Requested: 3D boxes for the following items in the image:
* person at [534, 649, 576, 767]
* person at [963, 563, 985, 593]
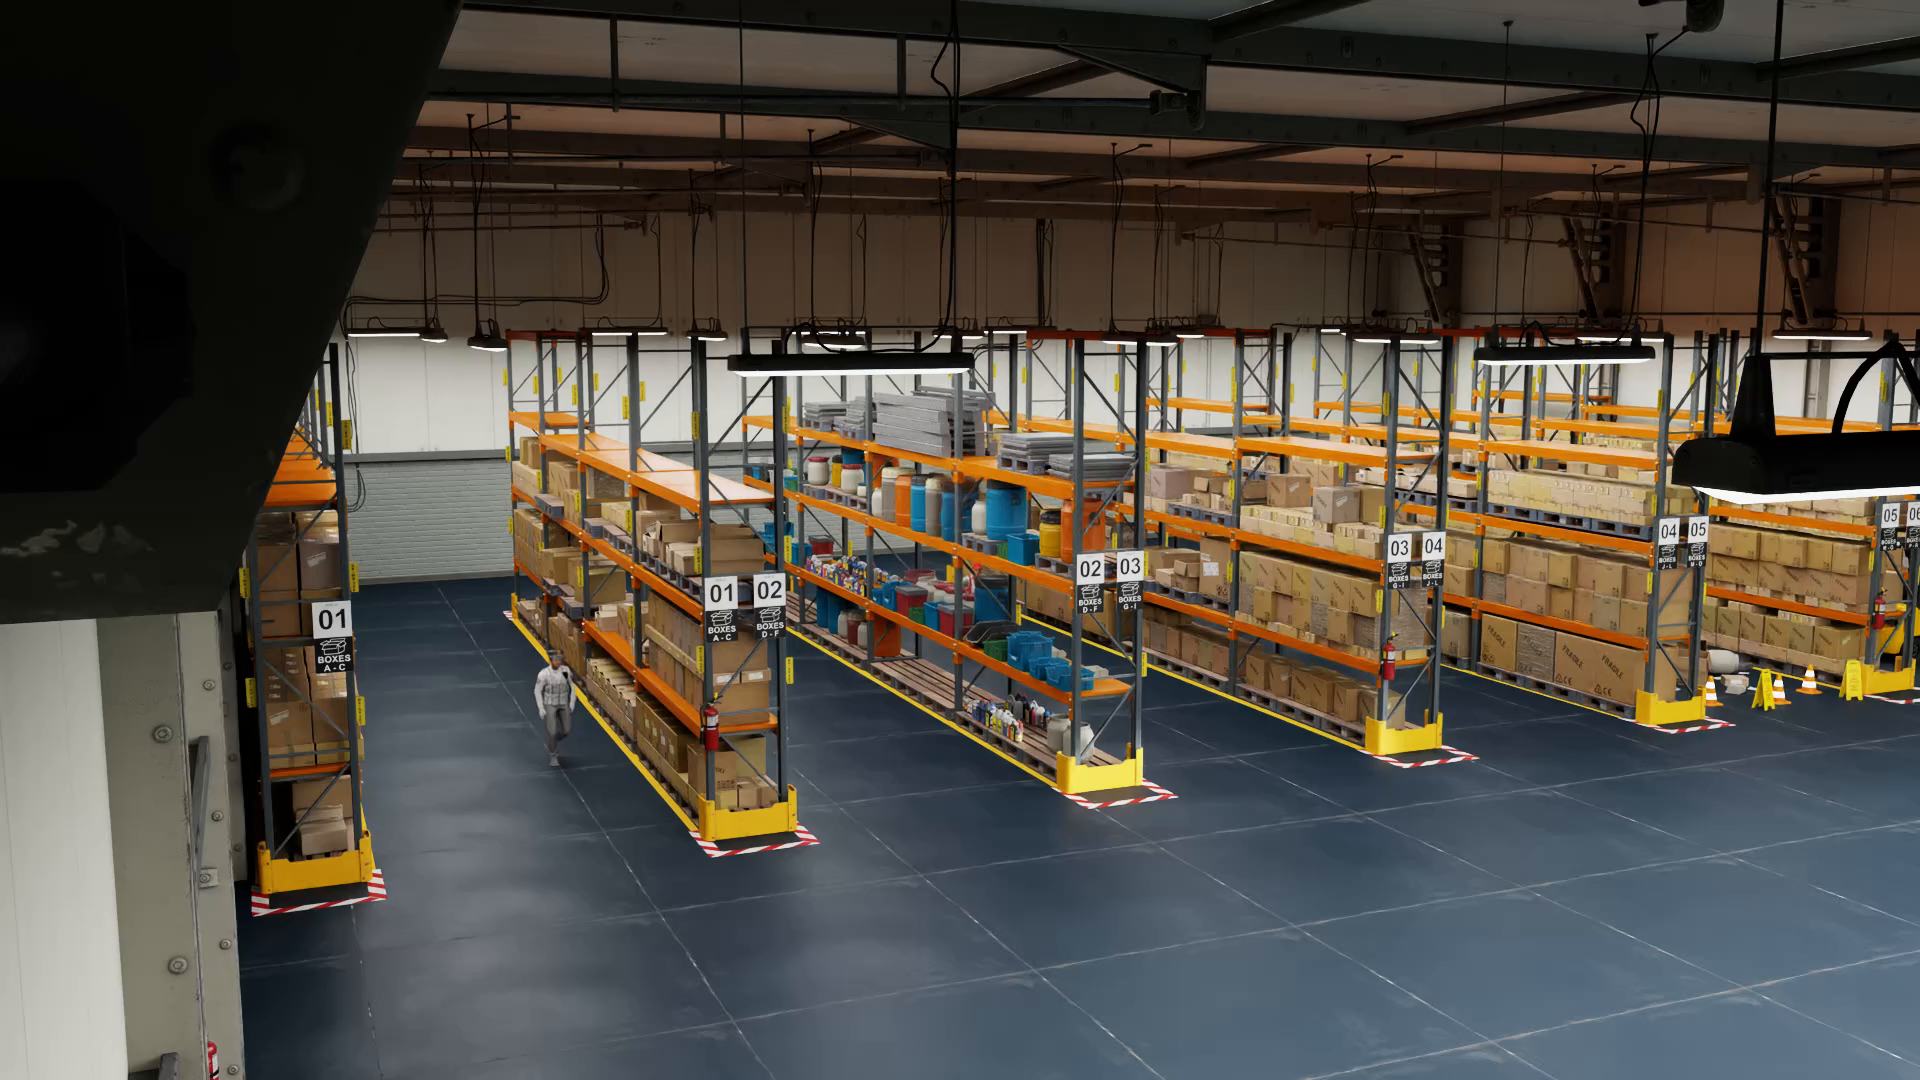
[{"bbox_3d":[-5.744,2.332,23.538,0.583,1.659,0.548,-5,9,-32],"label":"person"},{"bbox_3d":[0.292,1.229,31.459,0.692,1.688,0.626,-2,8,-16],"label":"person"}]
